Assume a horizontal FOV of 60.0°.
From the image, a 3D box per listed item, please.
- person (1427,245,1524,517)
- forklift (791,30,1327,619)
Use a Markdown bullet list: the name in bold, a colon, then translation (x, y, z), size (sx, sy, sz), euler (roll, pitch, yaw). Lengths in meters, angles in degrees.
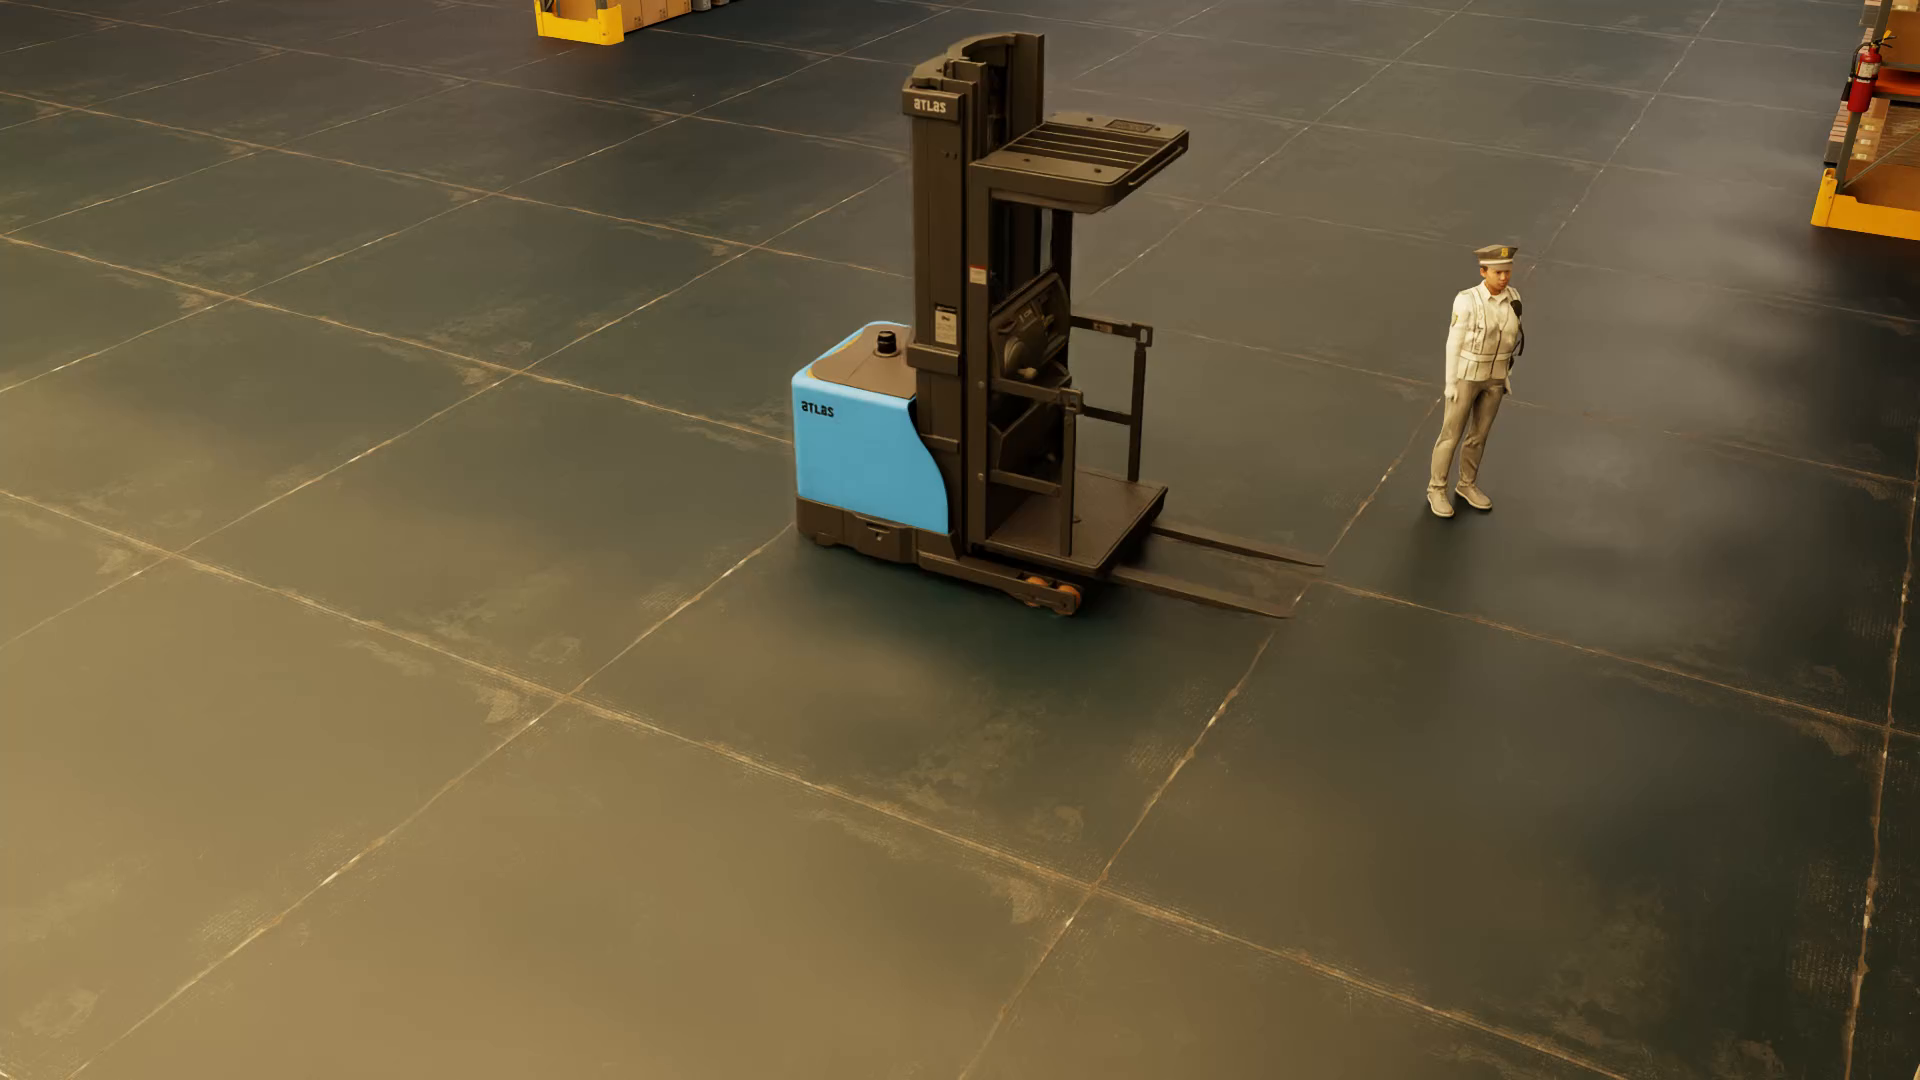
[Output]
- **person**: translation (3.121, -0.973, 10.001), size (0.460, 1.694, 0.359), euler (-9, 31, -16)
- **forklift**: translation (0.567, -1.152, 9.067), size (3.031, 2.935, 1.130), euler (14, 33, 23)
